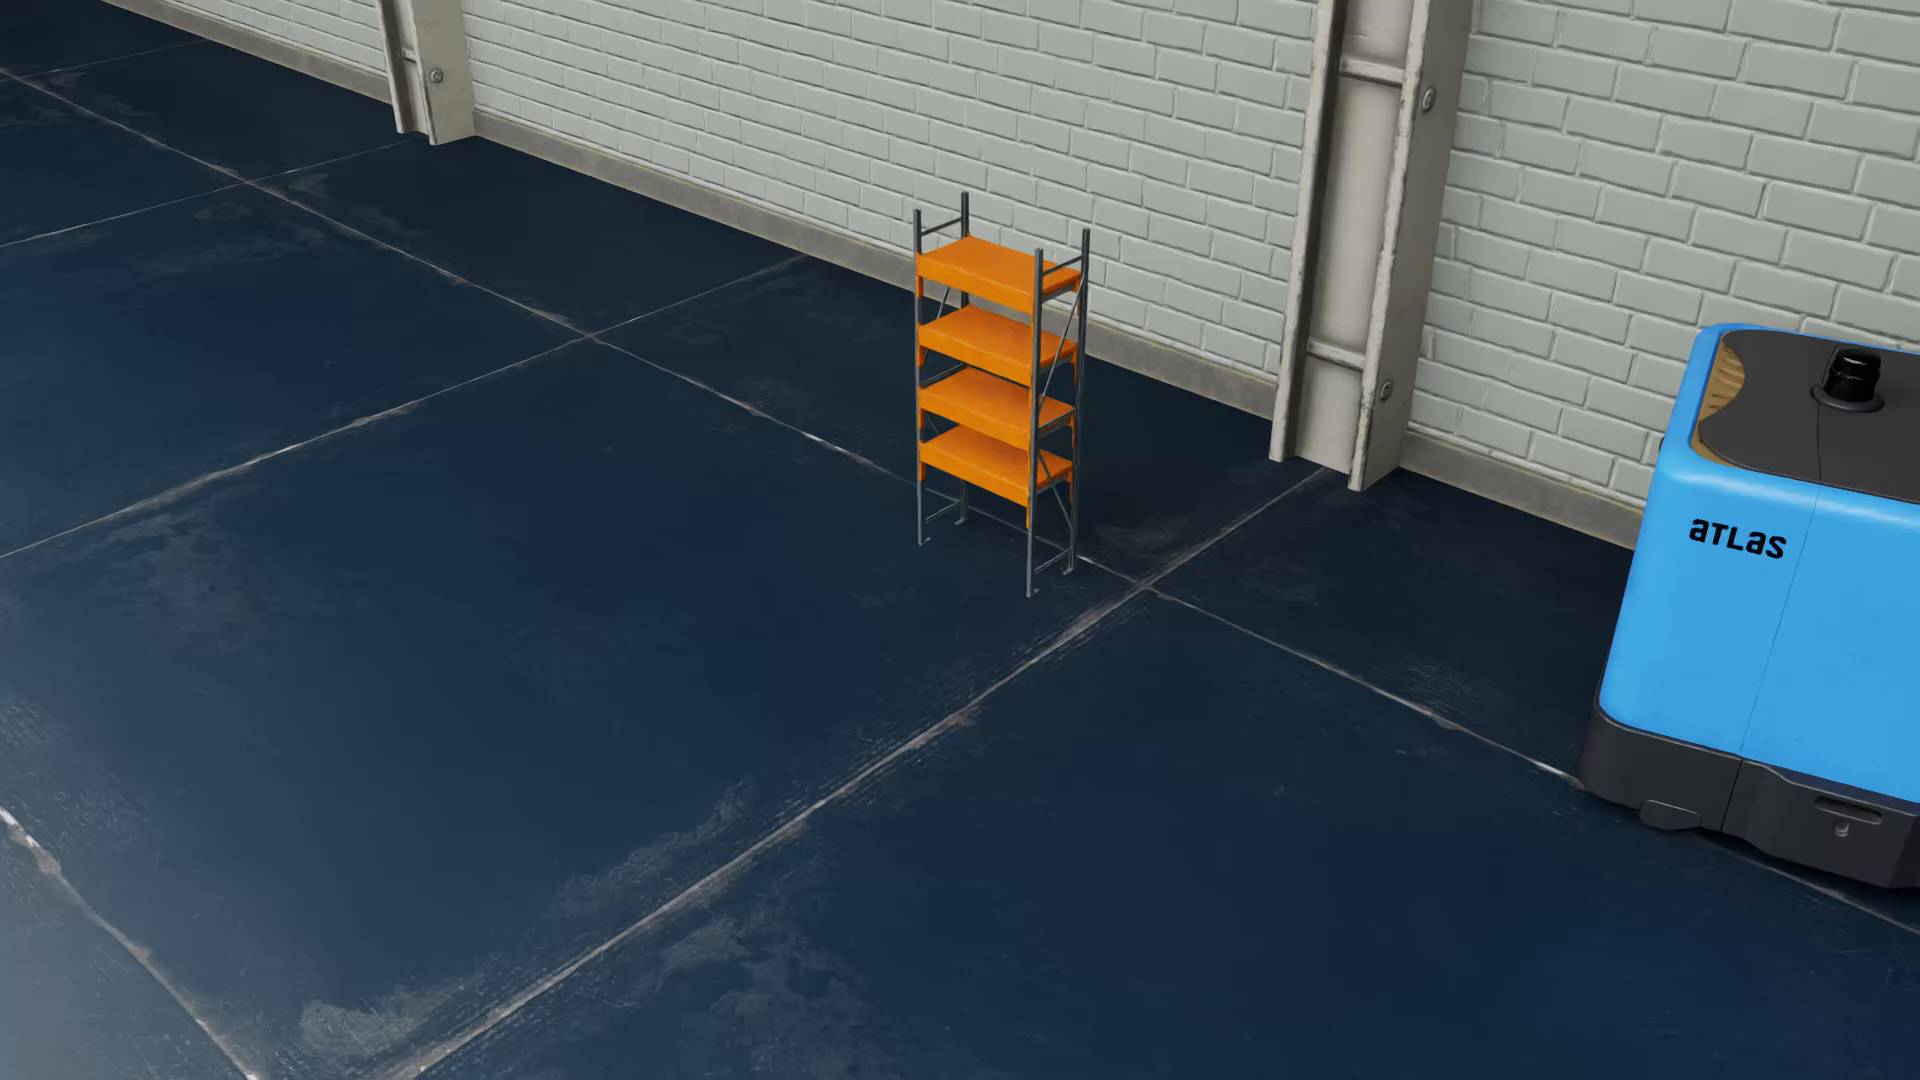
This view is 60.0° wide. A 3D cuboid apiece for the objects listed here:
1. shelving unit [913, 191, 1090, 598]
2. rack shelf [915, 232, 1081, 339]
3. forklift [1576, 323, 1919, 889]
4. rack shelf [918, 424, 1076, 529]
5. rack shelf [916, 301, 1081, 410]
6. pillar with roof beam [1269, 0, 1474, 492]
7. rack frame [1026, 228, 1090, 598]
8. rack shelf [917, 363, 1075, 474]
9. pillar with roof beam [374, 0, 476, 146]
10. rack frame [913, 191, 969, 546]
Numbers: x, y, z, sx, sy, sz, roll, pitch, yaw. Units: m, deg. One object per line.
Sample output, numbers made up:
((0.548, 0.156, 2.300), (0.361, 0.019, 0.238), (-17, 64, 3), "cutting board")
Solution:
((0.123, -0.457, 5.345), (0.503, 1.200, 0.258), (25, 39, 35), "shelving unit")
((0.123, -0.793, 5.143), (0.480, 0.148, 0.258), (25, 39, 35), "rack shelf")
((3.235, -0.405, 3.582), (3.031, 2.935, 1.130), (15, 34, 23), "forklift")
((0.123, -0.229, 5.482), (0.480, 0.148, 0.258), (25, 39, 35), "rack shelf")
((0.123, -0.591, 5.265), (0.480, 0.148, 0.258), (25, 39, 35), "rack shelf")
((-1.479, -2.509, 1.192), (0.400, 9.000, 9.100), (25, 39, 35), "pillar with roof beam")
((0.304, -0.372, 5.205), (0.015, 1.200, 0.240), (25, 39, 35), "rack frame")
((0.123, -0.399, 5.380), (0.480, 0.148, 0.258), (25, 39, 35), "rack shelf")
((-5.928, -4.585, 4.641), (0.400, 9.000, 9.100), (25, 39, 35), "pillar with roof beam")
((-0.058, -0.541, 5.486), (0.015, 1.200, 0.240), (25, 39, 35), "rack frame")
